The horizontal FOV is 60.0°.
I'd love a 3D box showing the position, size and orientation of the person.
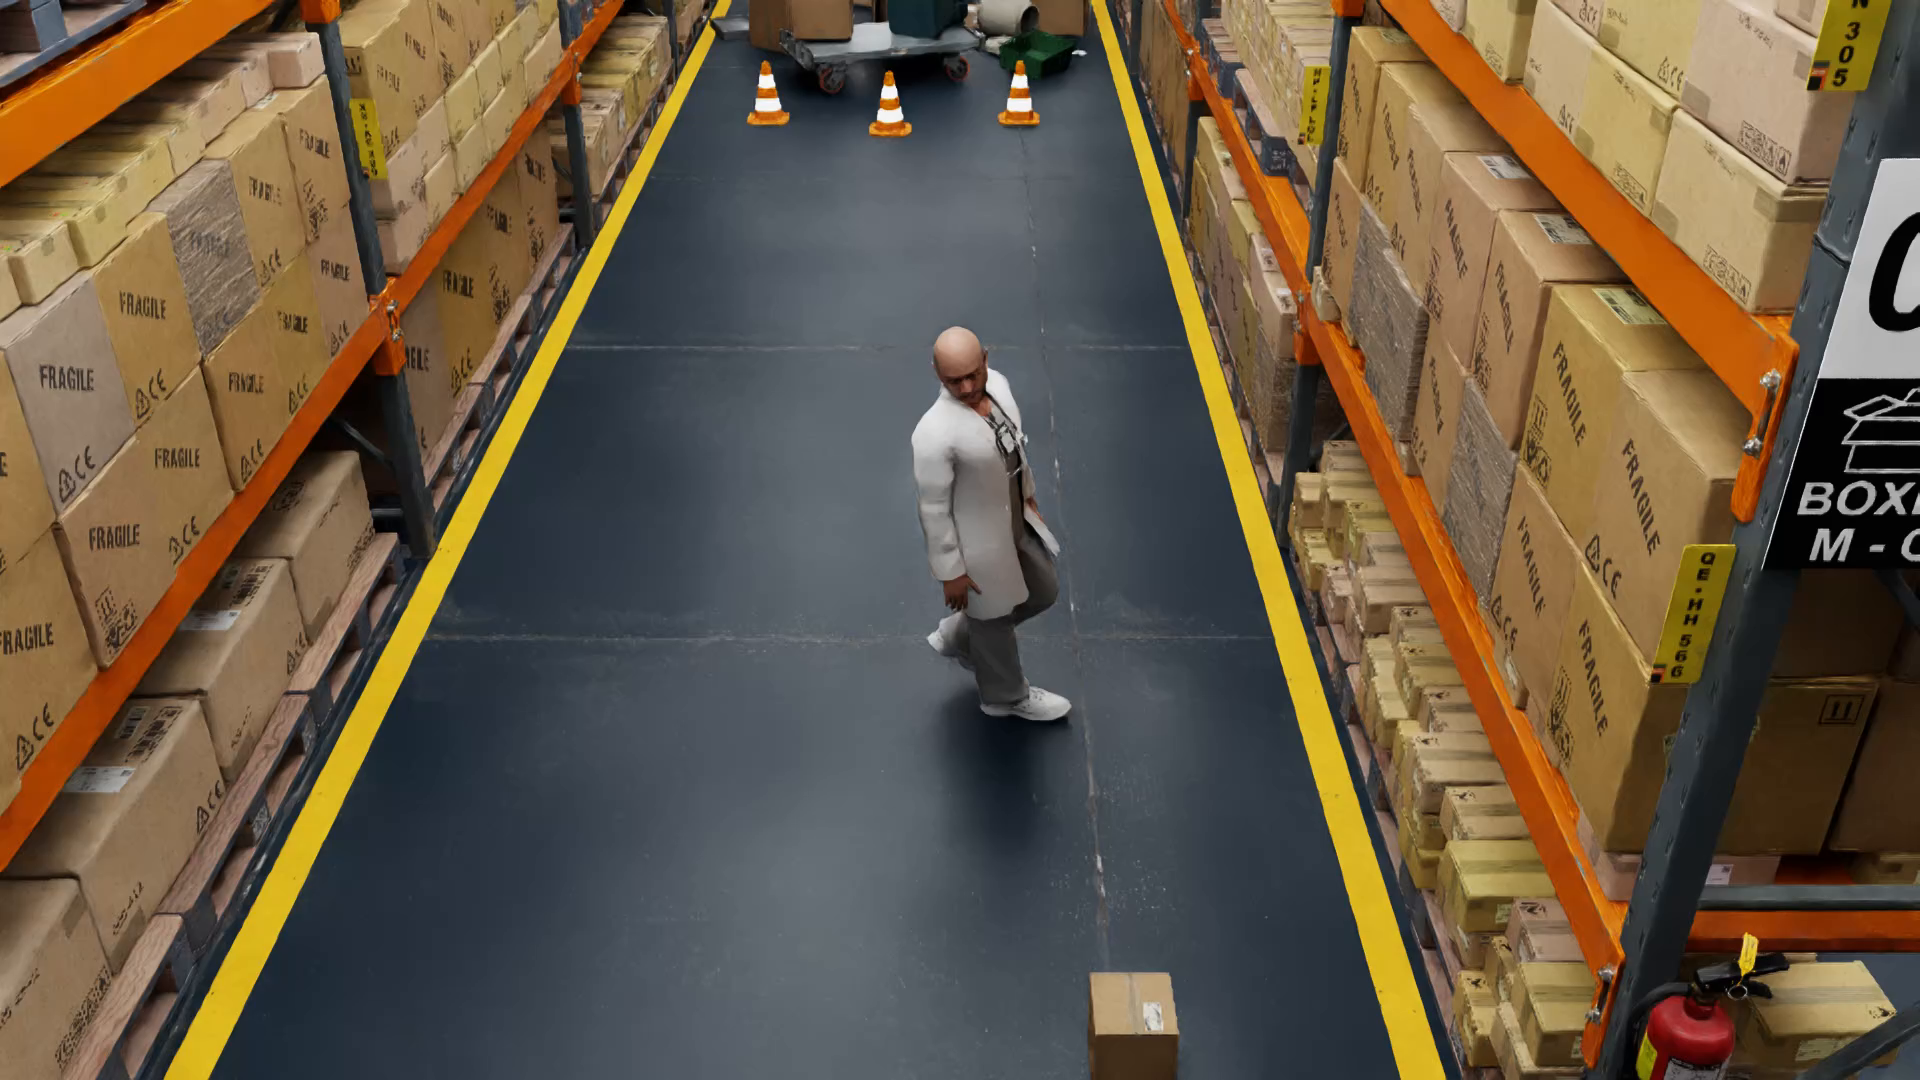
[{"bbox_3d":[0.117,-0.013,6.191,0.602,1.754,0.668,10,32,16],"label":"person"}]
